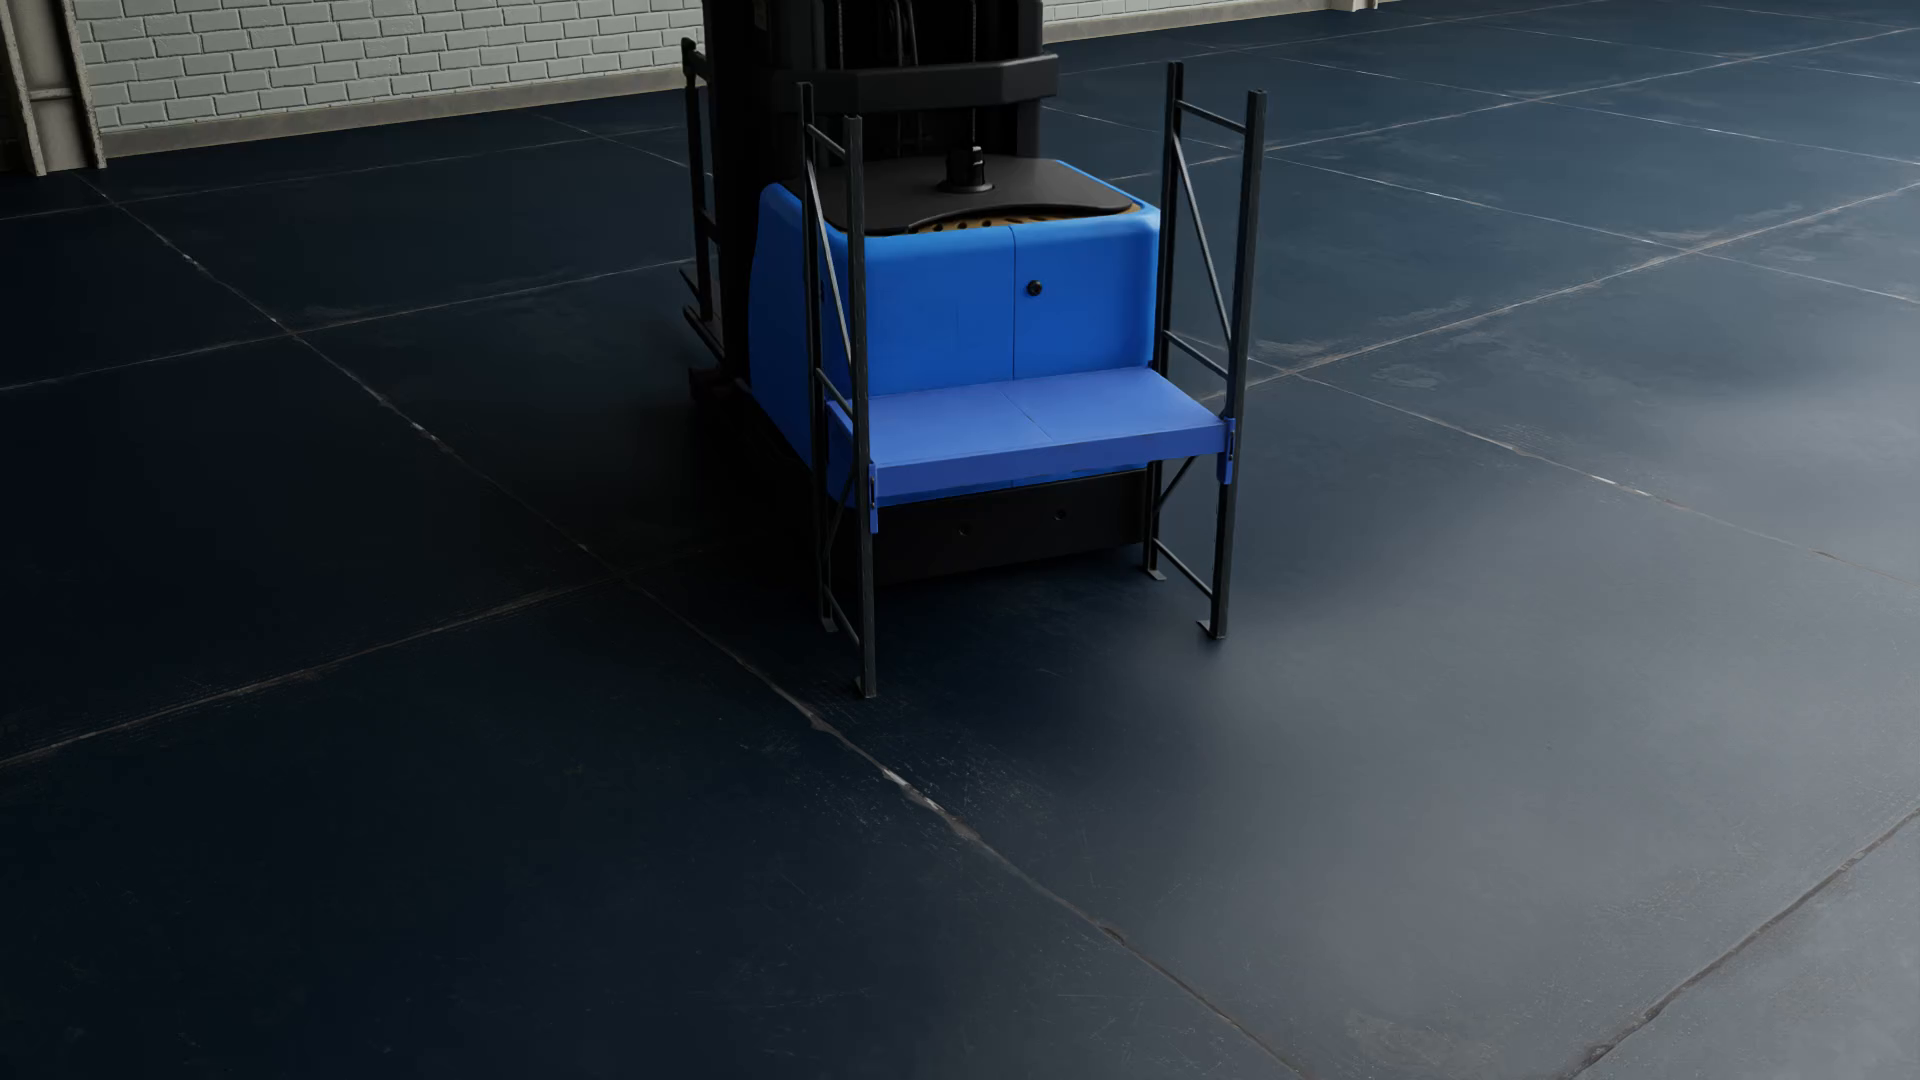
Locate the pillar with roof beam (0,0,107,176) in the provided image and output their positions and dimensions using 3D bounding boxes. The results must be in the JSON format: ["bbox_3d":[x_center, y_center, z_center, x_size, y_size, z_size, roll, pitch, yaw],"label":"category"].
[{"bbox_3d":[-2.800,-4.930,5.184,0.400,9.000,9.100,-18,31,-34],"label":"pillar with roof beam"}]

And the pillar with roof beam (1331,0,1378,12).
[{"bbox_3d":[6.643,-8.048,11.901,0.400,9.000,9.100,-18,31,-34],"label":"pillar with roof beam"}]

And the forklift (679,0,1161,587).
[{"bbox_3d":[-0.380,-1.789,5.623,1.130,2.935,3.031,-9,26,-19],"label":"forklift"}]

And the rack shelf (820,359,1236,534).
[{"bbox_3d":[0.168,-0.268,4.473,1.000,0.185,0.538,-8,26,-17],"label":"rack shelf"}]

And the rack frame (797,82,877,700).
[{"bbox_3d":[-0.314,-0.363,4.250,0.032,1.500,0.500,-8,26,-17],"label":"rack frame"}]

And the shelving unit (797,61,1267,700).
[{"bbox_3d":[0.168,-0.431,4.398,1.048,1.500,0.538,-8,26,-17],"label":"shelving unit"}]

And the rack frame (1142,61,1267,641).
[{"bbox_3d":[0.650,-0.500,4.545,0.032,1.500,0.500,-8,26,-17],"label":"rack frame"}]
